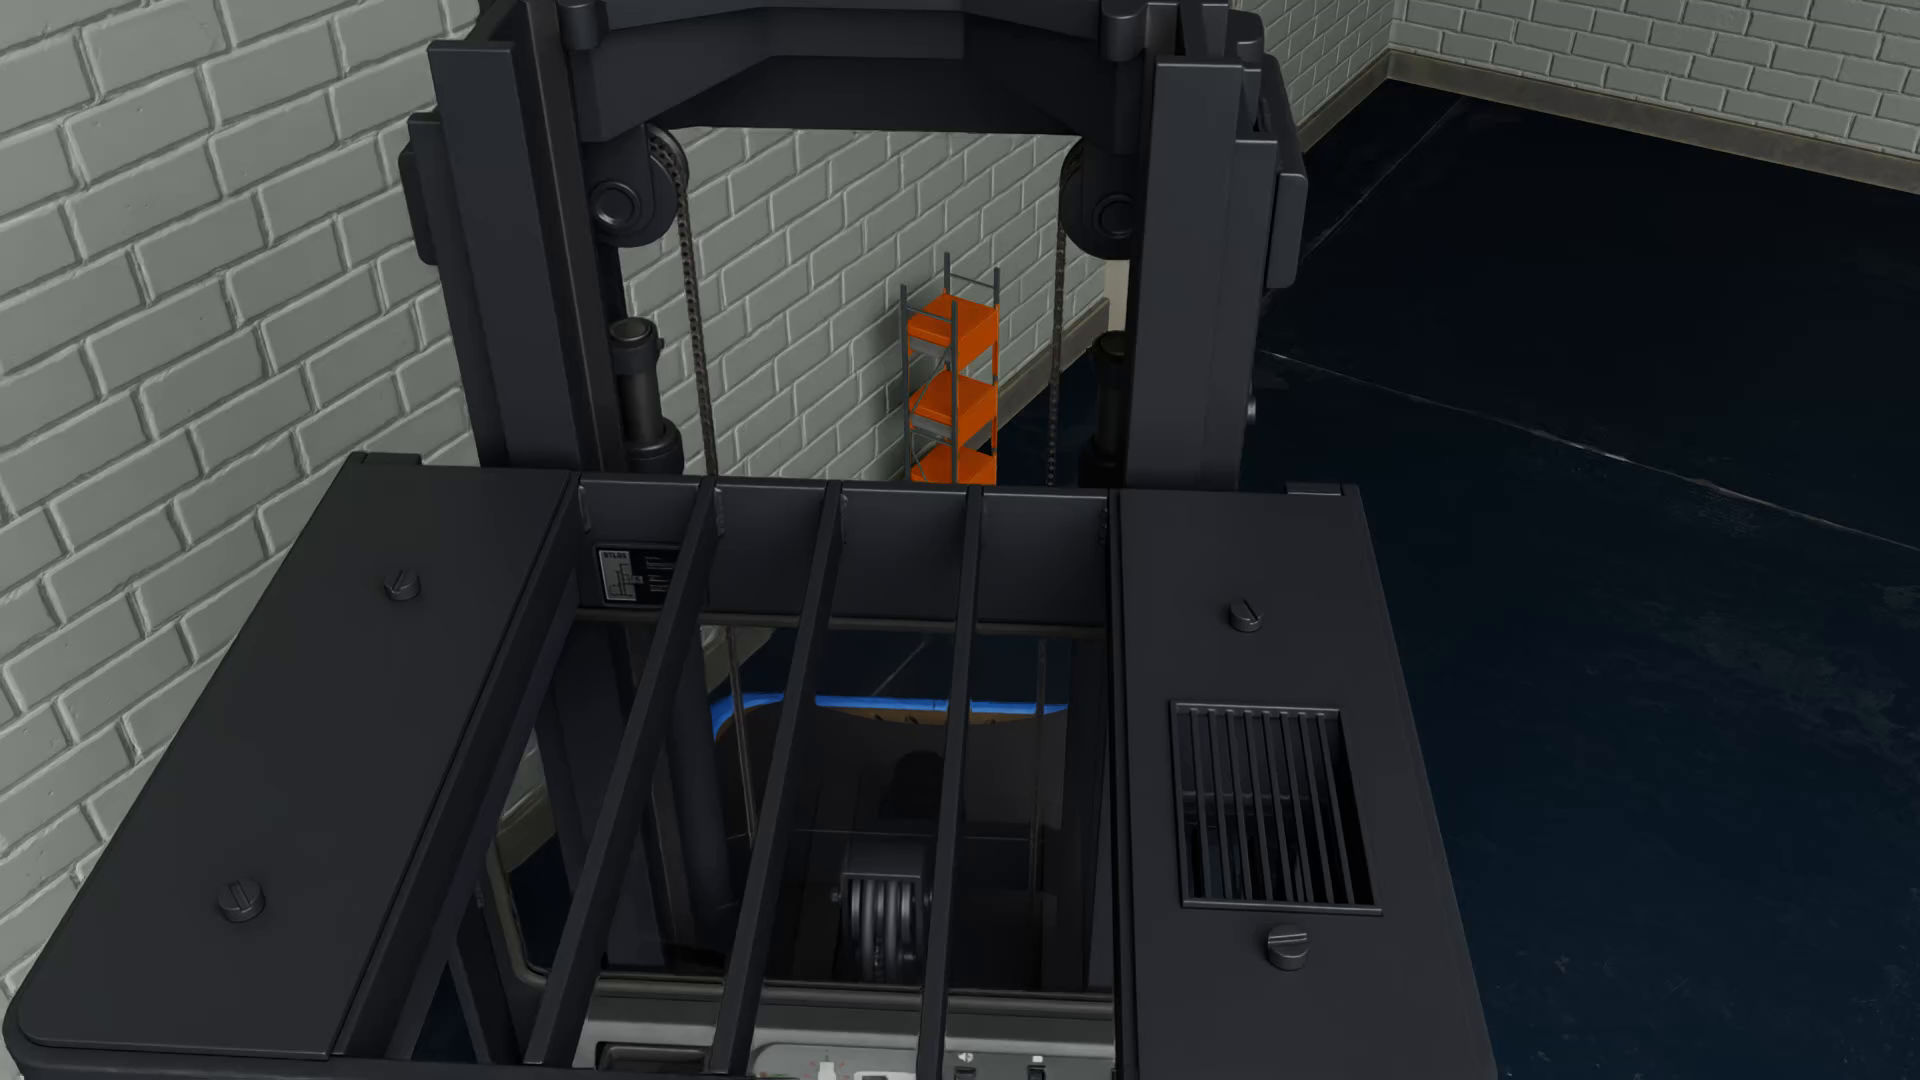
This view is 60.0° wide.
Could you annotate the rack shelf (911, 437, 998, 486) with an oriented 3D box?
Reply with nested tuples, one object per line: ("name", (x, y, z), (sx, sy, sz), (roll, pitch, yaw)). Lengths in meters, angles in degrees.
("rack shelf", (-0.029, -0.160, 5.570), (0.215, 0.259, 0.240), (21, 42, 25))

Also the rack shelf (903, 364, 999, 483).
("rack shelf", (-0.029, -0.380, 5.400), (0.215, 0.259, 0.240), (21, 42, 25))

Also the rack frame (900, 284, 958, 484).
("rack frame", (-0.094, -0.325, 5.312), (0.200, 1.050, 0.008), (21, 42, 25))

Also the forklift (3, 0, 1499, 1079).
("forklift", (-0.137, 0.922, 2.154), (1.130, 2.935, 3.031), (2, 38, 3))

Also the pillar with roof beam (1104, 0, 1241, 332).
("pillar with roof beam", (4.451, -3.083, 2.378), (9.100, 9.000, 0.400), (21, 42, 25))

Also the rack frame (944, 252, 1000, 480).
("rack frame", (0.037, -0.451, 5.475), (0.200, 1.050, 0.008), (21, 42, 25))

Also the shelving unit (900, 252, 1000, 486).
("shelving unit", (-0.029, -0.388, 5.394), (0.215, 1.050, 0.252), (21, 42, 25))

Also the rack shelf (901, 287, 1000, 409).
("rack shelf", (-0.029, -0.605, 5.227), (0.215, 0.259, 0.240), (21, 42, 25))
